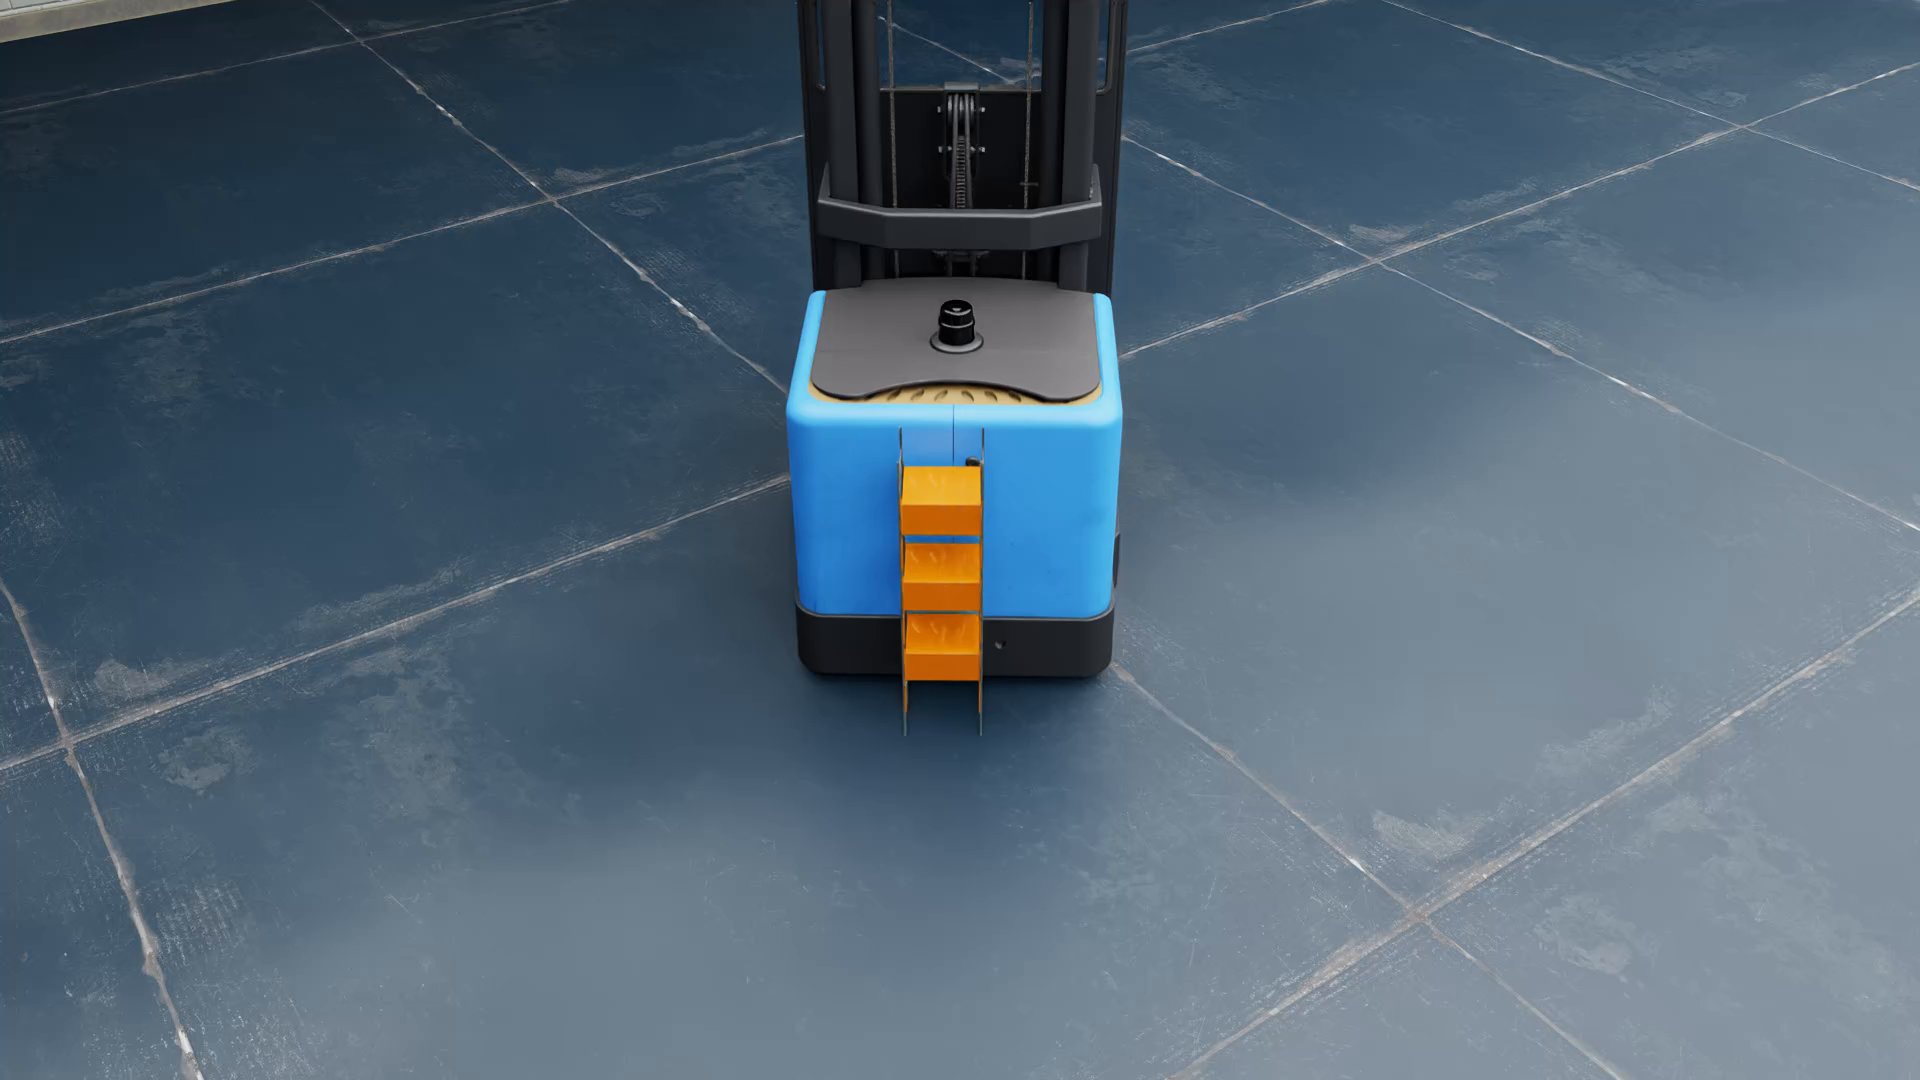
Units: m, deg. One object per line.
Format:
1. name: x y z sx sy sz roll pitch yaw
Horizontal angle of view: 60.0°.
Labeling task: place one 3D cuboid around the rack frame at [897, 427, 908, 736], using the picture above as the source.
1. rack frame: -0.177 0.149 5.143 0.008 1.050 0.200 0 36 0

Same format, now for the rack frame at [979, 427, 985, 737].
1. rack frame: 0.067 0.151 5.142 0.008 1.050 0.200 0 36 0

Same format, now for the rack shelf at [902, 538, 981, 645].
1. rack shelf: -0.055 0.159 5.149 0.240 0.259 0.215 0 36 0

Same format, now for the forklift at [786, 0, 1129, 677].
1. forklift: 0.015 -1.568 5.919 1.130 2.935 3.031 1 36 1

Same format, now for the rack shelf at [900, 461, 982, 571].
1. rack shelf: -0.055 -0.072 4.983 0.240 0.259 0.215 0 36 0

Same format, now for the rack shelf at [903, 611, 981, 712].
1. rack shelf: -0.055 0.384 5.311 0.240 0.259 0.215 0 36 0

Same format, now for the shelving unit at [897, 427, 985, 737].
1. shelving unit: -0.055 0.150 5.142 0.252 1.050 0.215 0 36 0
